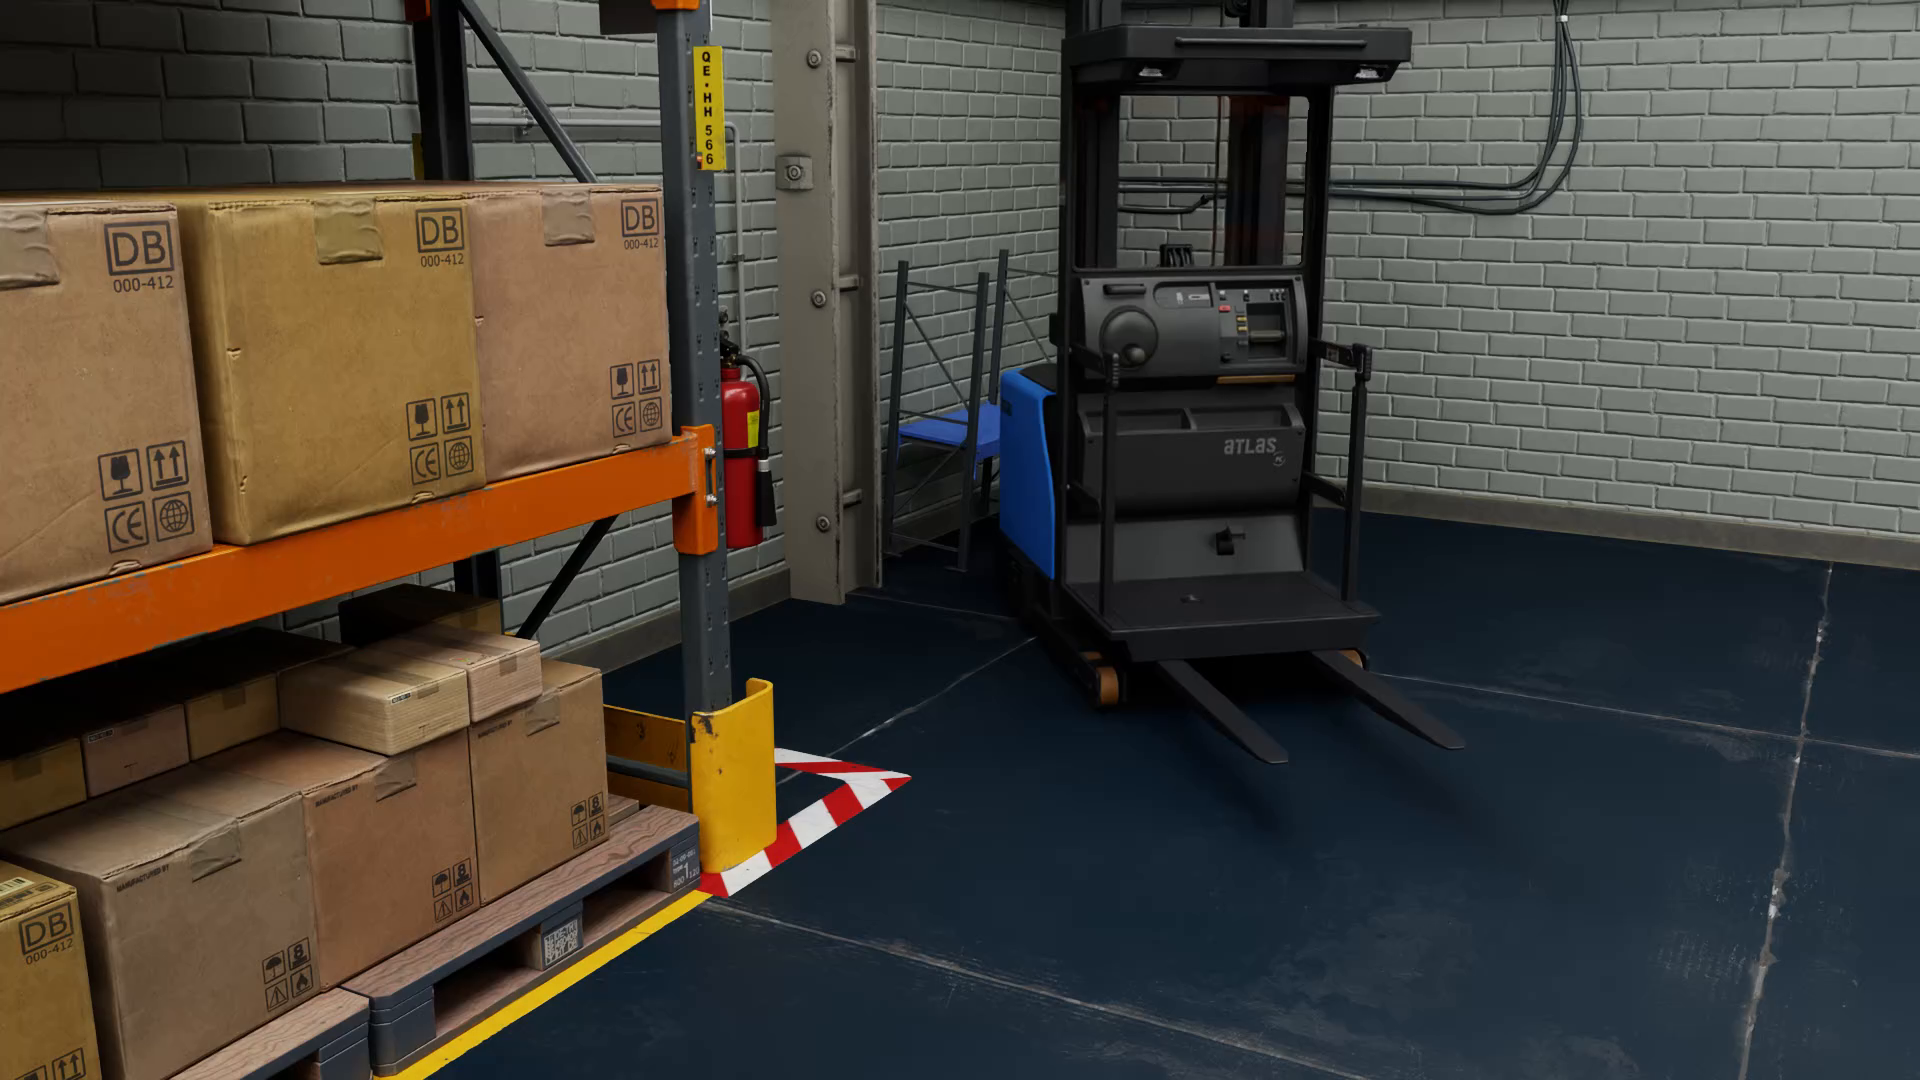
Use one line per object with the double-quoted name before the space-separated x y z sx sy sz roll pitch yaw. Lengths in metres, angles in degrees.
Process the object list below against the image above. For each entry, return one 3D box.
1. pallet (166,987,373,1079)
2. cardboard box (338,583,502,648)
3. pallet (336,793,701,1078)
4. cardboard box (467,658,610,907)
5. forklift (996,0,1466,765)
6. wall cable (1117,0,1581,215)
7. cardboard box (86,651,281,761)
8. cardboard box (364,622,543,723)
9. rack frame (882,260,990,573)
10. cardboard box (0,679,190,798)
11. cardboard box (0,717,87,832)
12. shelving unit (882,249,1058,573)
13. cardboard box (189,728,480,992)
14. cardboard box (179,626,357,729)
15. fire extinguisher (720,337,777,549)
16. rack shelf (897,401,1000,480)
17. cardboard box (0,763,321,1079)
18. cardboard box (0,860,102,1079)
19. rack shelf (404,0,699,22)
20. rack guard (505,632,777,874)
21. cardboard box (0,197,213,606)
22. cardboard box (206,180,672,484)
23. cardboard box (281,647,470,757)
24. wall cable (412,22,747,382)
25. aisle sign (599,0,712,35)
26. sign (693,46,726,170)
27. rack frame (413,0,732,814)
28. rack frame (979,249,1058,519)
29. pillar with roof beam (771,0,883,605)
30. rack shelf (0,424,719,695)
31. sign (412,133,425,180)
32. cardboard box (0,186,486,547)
"pallet" -2.061 1.218 3.531 1.003 0.211 1.213 7 15 28
"cardboard box" -1.518 0.242 4.681 0.380 0.149 0.250 7 15 28
"pallet" -1.471 0.969 4.565 1.003 0.211 1.213 7 15 28
"cardboard box" -1.403 0.606 4.557 0.700 0.500 0.500 7 15 28
"forklift" 0.981 -0.874 6.407 1.130 2.935 3.031 -3 14 -12
"wall cable" 1.895 -3.087 9.262 3.097 2.526 0.112 7 15 28
"cardboard box" -1.884 0.398 4.037 0.380 0.149 0.250 8 15 29
"cardboard box" -1.306 0.338 4.286 0.380 0.149 0.250 7 15 27
"rack frame" -0.133 -0.606 8.261 0.500 1.500 0.032 13 18 28
"cardboard box" -2.006 0.450 3.820 0.380 0.149 0.250 8 16 29
"cardboard box" -2.129 0.503 3.602 0.380 0.149 0.250 8 15 29
"shelving unit" 0.125 -0.708 8.686 0.538 1.500 1.048 13 18 28
"cardboard box" -1.645 0.709 4.131 0.700 0.500 0.500 7 15 28
"cardboard box" -1.762 0.346 4.250 0.380 0.149 0.250 7 15 28
"fire extinguisher" -0.676 -0.320 4.920 0.296 0.674 0.183 7 15 28
"rack shelf" 0.112 -0.536 8.736 0.538 0.185 1.000 13 18 28
"cardboard box" -1.888 0.812 3.703 0.700 0.500 0.500 7 15 26
"cardboard box" -2.139 0.922 3.246 0.700 0.500 0.500 8 16 29
"rack shelf" -2.119 -1.258 2.987 1.077 0.370 4.000 7 15 28
"rack guard" -1.141 0.650 5.269 1.175 0.500 0.348 7 15 28
"cardboard box" -2.109 -0.294 3.213 0.980 0.700 0.700 7 15 25
"cardboard box" -1.390 -0.600 4.482 0.980 0.700 0.700 8 16 31
"cardboard box" -1.429 0.390 4.068 0.380 0.149 0.250 8 16 30
"wall cable" -1.362 -1.424 6.371 0.084 1.984 1.851 7 15 28
"aisle sign" -0.855 -1.804 4.571 0.394 0.787 0.004 7 15 28
"sign" -0.684 -1.174 4.526 0.100 0.325 0.005 7 15 28
"rack frame" -1.153 -0.560 4.956 1.000 3.000 0.127 7 15 28
"rack frame" 0.383 -0.811 9.112 0.500 1.500 0.032 13 18 28
"pillar with roof beam" 3.164 -3.641 4.934 9.100 9.000 0.400 7 15 28
"rack shelf" -2.119 0.200 3.338 1.077 0.370 4.000 7 15 28
"sign" -1.635 -1.083 5.111 0.100 0.325 0.005 7 15 28
"cardboard box" -1.732 -0.449 3.858 0.980 0.700 0.700 7 15 28
